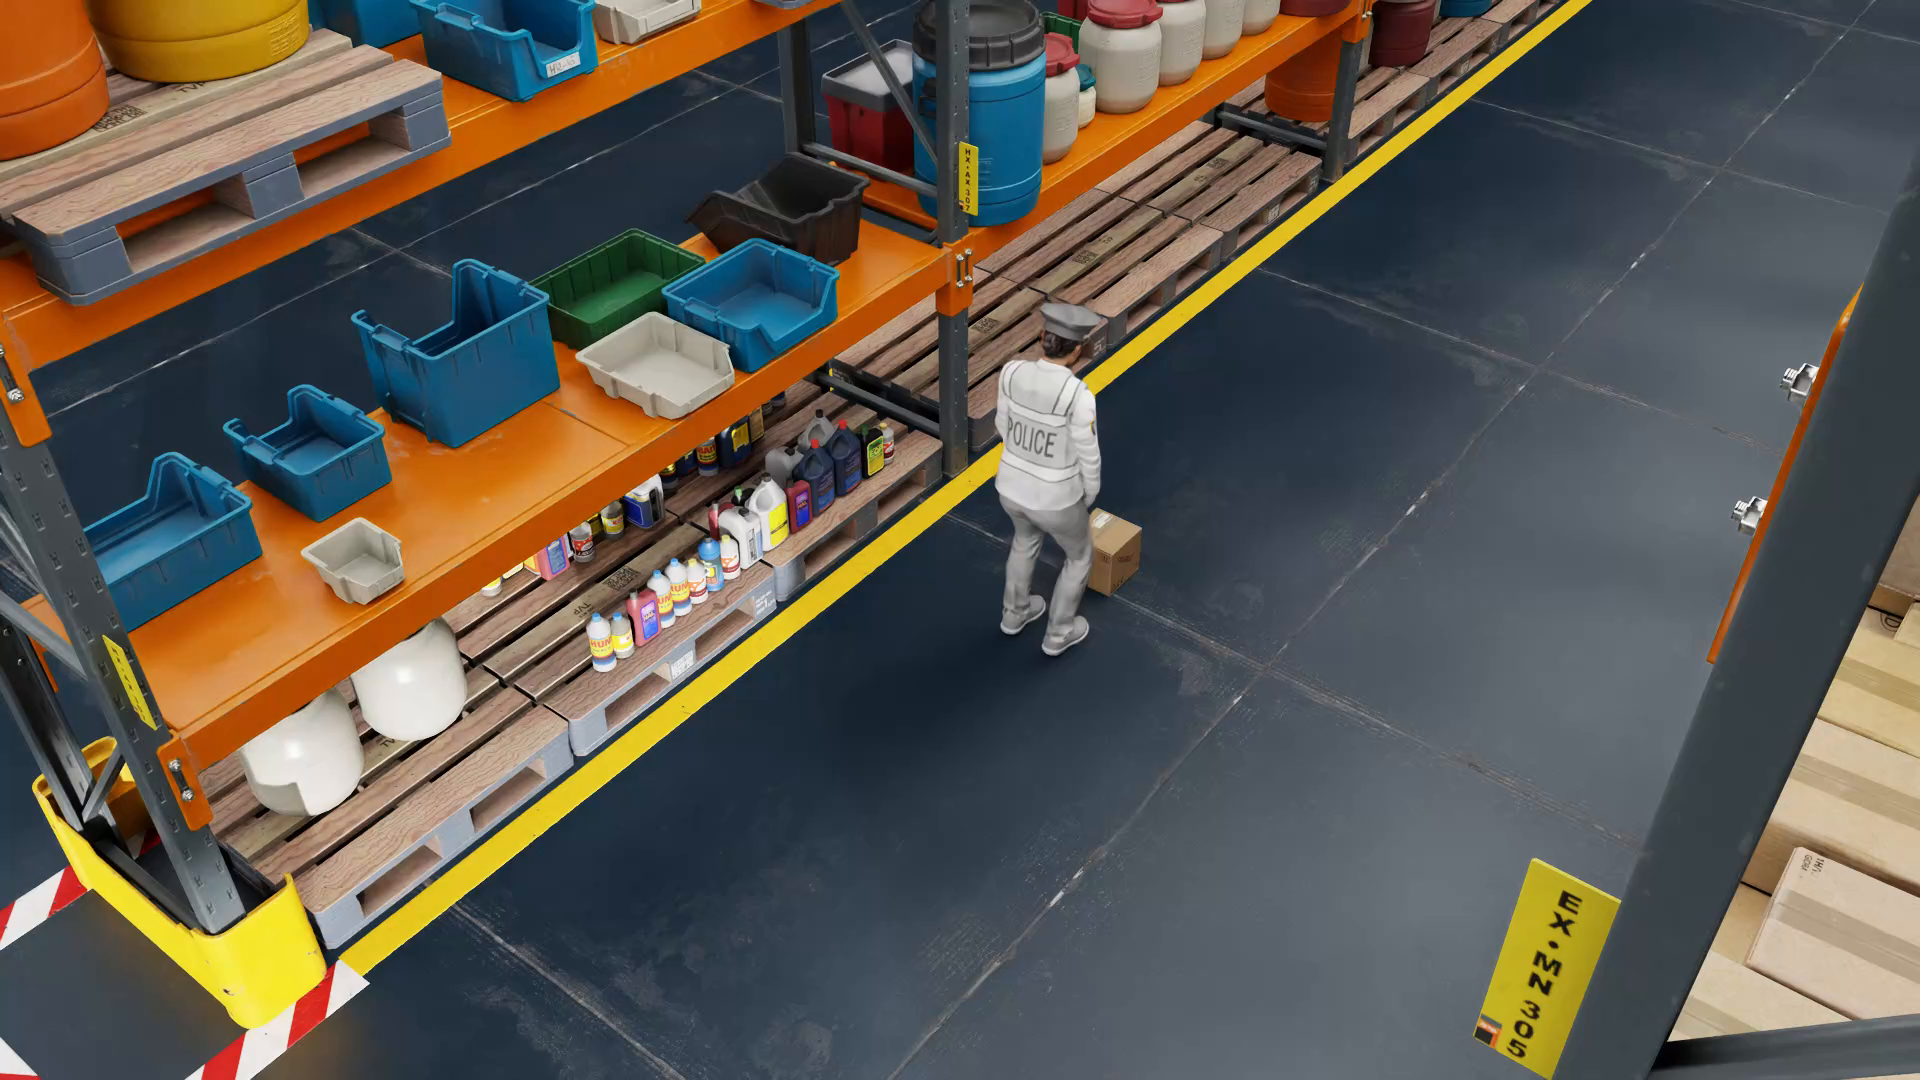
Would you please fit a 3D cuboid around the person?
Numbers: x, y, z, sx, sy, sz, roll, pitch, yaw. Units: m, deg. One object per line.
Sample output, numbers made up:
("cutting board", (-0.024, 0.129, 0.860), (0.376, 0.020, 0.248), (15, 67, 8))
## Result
("person", (0.363, -0.244, 6.969), (0.508, 1.604, 0.485), (27, 46, 29))
